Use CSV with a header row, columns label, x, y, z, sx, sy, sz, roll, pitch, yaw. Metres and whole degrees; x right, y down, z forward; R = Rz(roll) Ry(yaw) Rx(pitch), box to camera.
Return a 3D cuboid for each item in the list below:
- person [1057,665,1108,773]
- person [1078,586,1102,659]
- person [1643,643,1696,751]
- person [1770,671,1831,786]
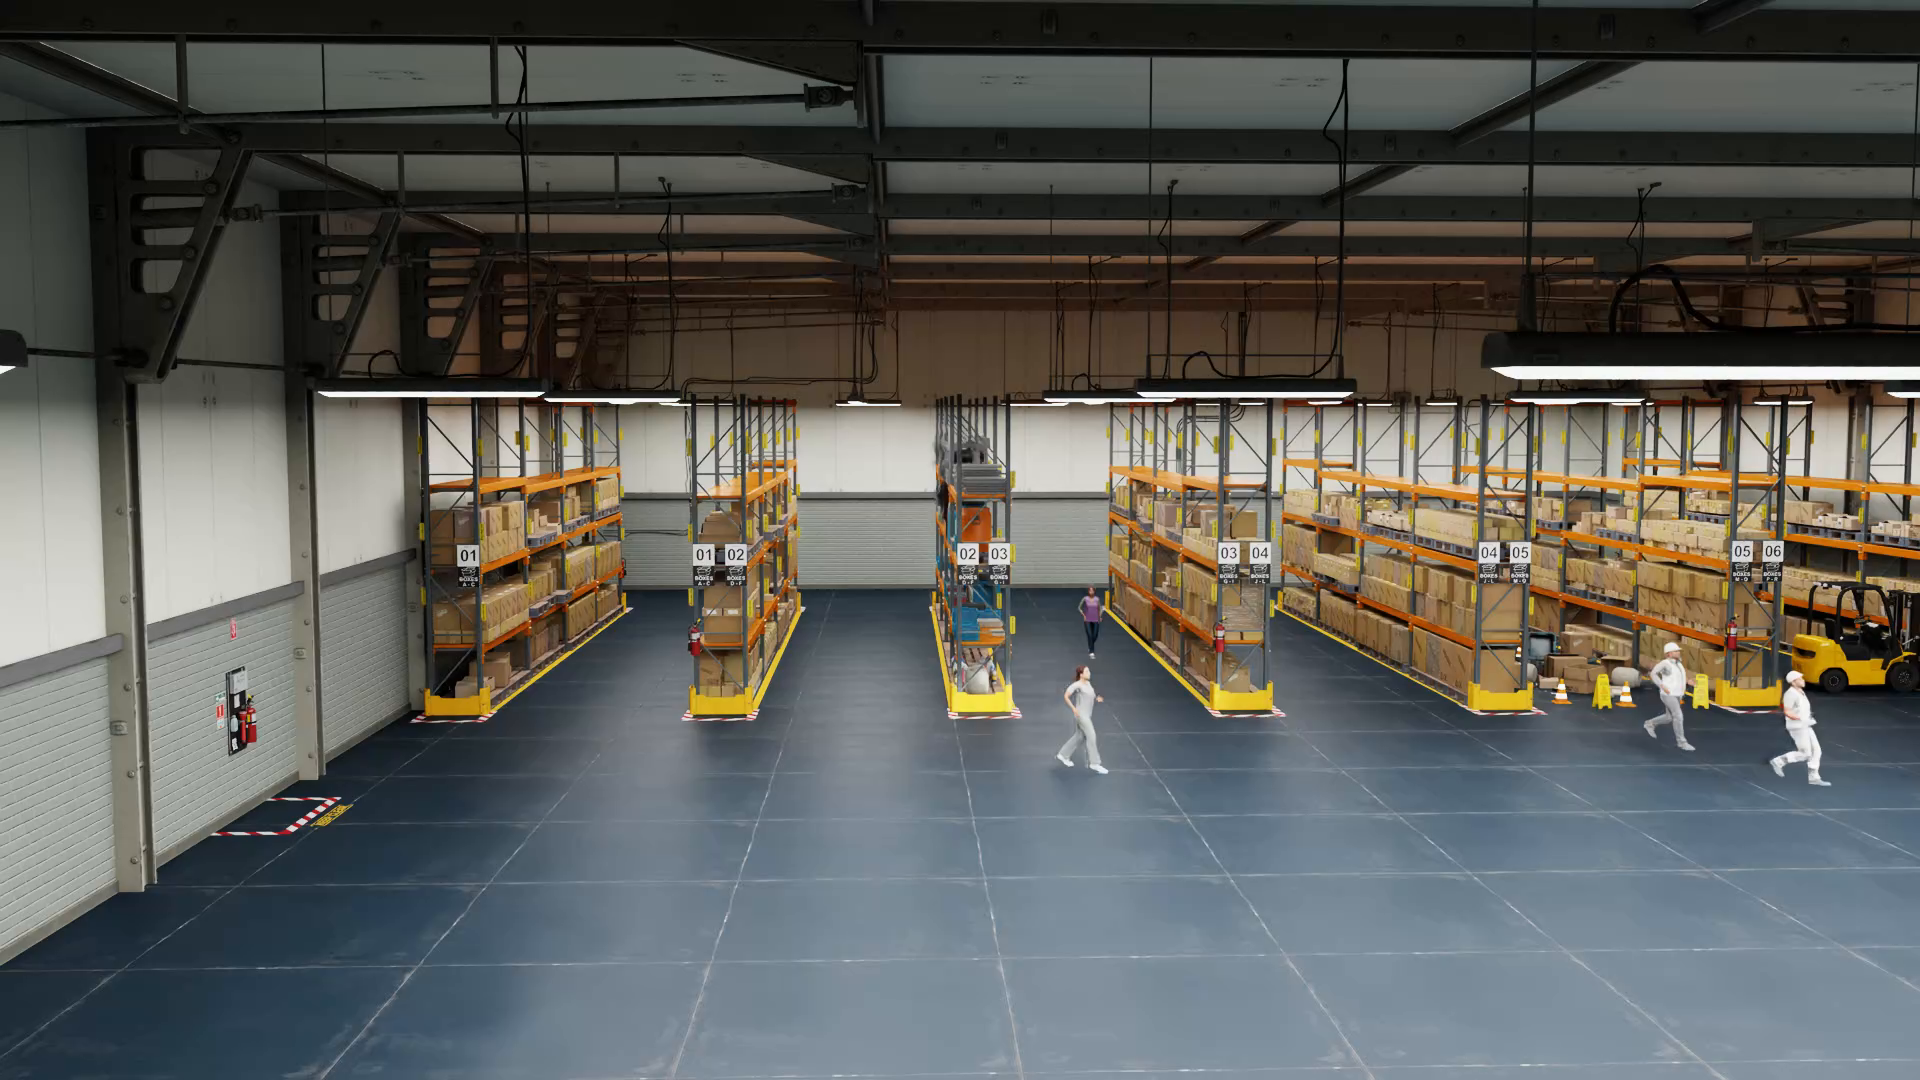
label,x,y,z,sx,sy,sz,roll,pitch,yaw
person,1.941,2.800,26.278,0.889,1.684,0.553,2,5,23
person,2.860,1.792,36.456,0.540,1.577,0.526,0,5,-6
person,12.031,2.621,28.158,0.662,1.779,0.943,-4,6,-41
person,12.875,2.866,25.381,0.825,1.725,0.669,4,6,42
